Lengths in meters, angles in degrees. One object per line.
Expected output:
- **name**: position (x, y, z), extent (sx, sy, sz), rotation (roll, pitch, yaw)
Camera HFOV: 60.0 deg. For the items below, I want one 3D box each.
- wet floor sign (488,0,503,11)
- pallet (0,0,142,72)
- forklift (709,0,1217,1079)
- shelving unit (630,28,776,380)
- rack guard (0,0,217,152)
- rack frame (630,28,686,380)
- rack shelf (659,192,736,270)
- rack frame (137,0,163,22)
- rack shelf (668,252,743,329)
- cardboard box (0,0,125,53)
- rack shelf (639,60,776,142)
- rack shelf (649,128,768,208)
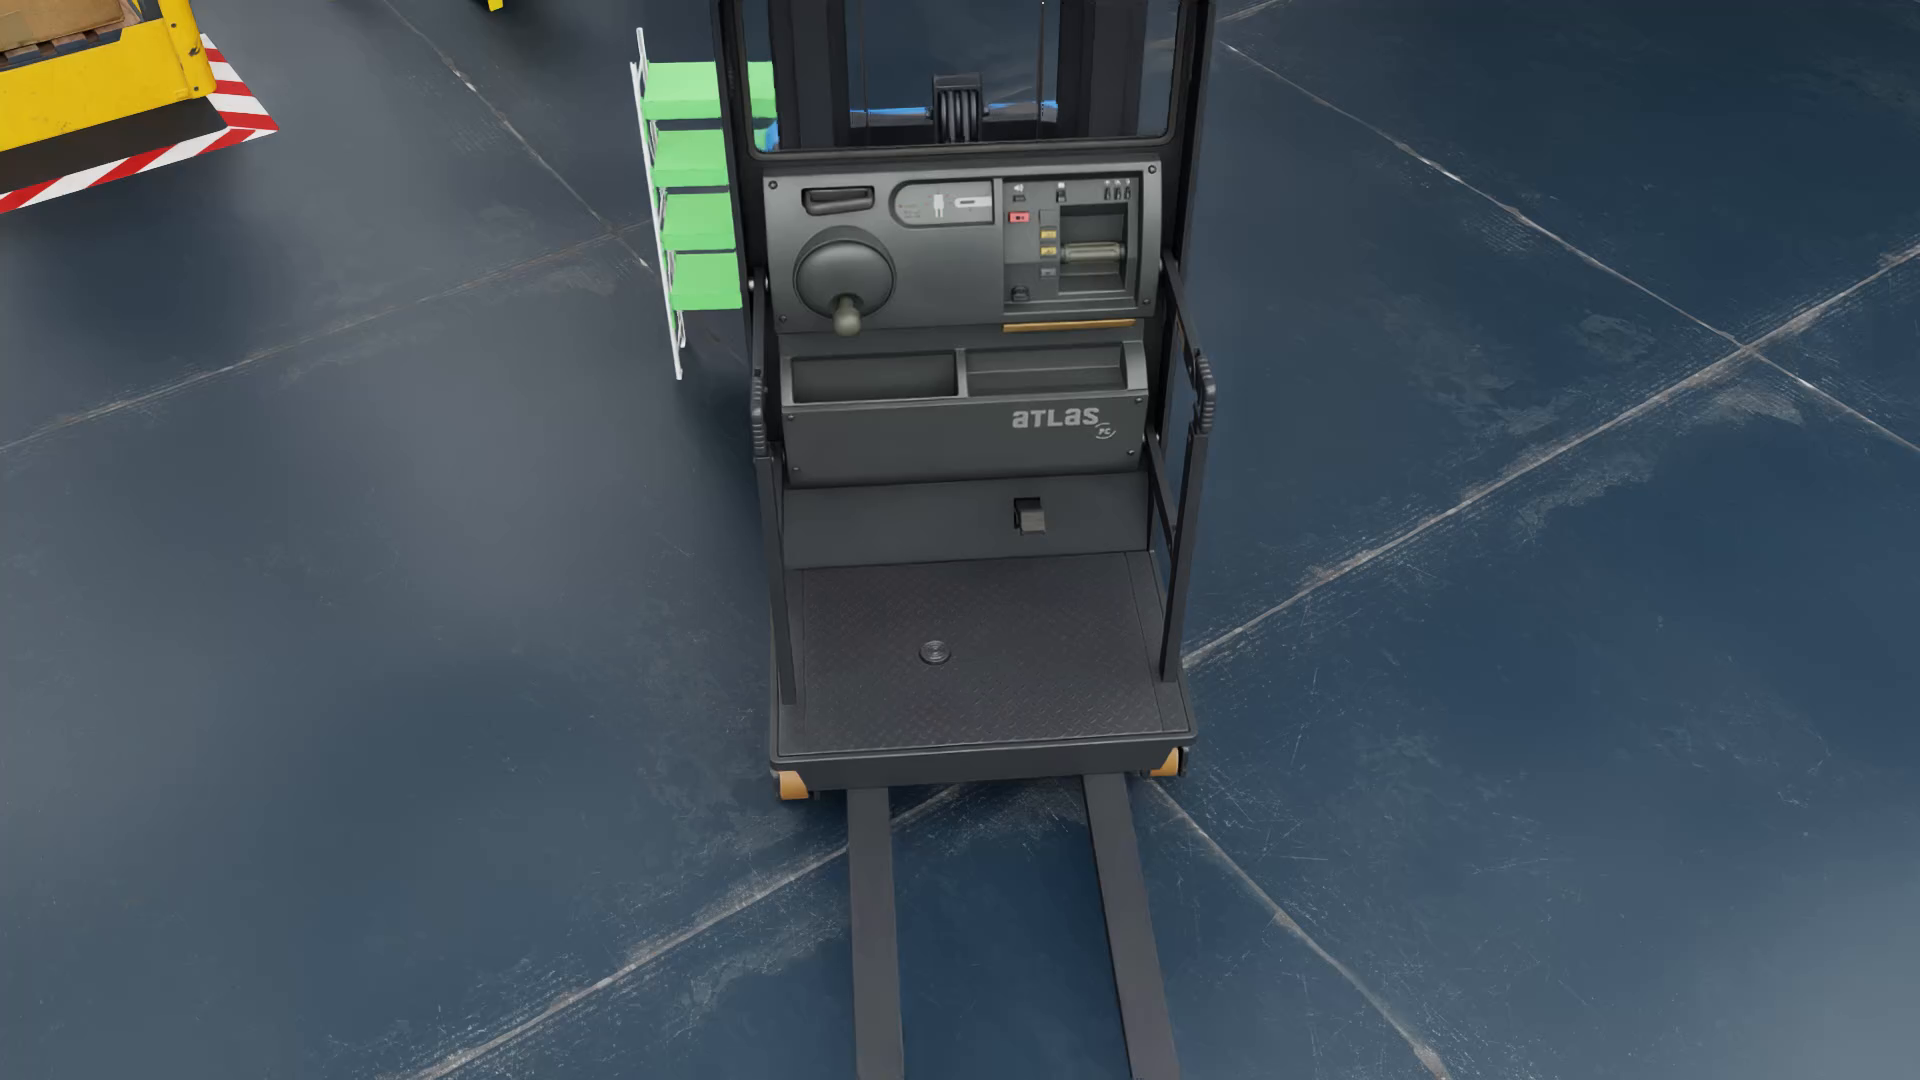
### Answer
- **wet floor sign**: position (-2.204, -2.855, 7.774), extent (0.267, 0.644, 0.232), rotation (-35, 53, -31)
- **pallet**: position (-4.366, -2.354, 7.563), extent (1.003, 0.211, 1.213), rotation (-26, 49, -24)
- **forklift**: position (0.029, -0.602, 3.758), extent (1.130, 2.935, 3.031), rotation (-3, 44, -3)
- **shelving unit**: position (-0.749, -1.089, 5.522), extent (0.503, 1.200, 0.258), rotation (-2, 44, -2)
- **rack guard**: position (-3.831, -2.023, 7.007), extent (1.175, 0.500, 0.348), rotation (-26, 49, -24)
- **rack frame**: position (-0.992, -1.080, 5.512), extent (0.015, 1.200, 0.240), rotation (-2, 44, -2)
- **rack shelf**: position (-0.749, -1.043, 5.566), extent (0.480, 0.148, 0.258), rotation (-2, 44, -2)
- **rack frame**: position (-3.845, -2.941, 6.158), extent (1.000, 3.000, 0.127), rotation (-26, 49, -24)
- **rack shelf**: position (-0.749, -0.869, 5.731), extent (0.480, 0.148, 0.258), rotation (-2, 44, -2)
- **cardboard box**: position (-4.287, -2.682, 7.122), extent (0.875, 0.875, 0.875), rotation (-25, 49, -24)
- **rack shelf**: position (-0.749, -1.390, 5.234), extent (0.480, 0.148, 0.258), rotation (-2, 44, -2)
- **rack shelf**: position (-0.749, -1.216, 5.400), extent (0.480, 0.148, 0.258), rotation (-2, 44, -2)
